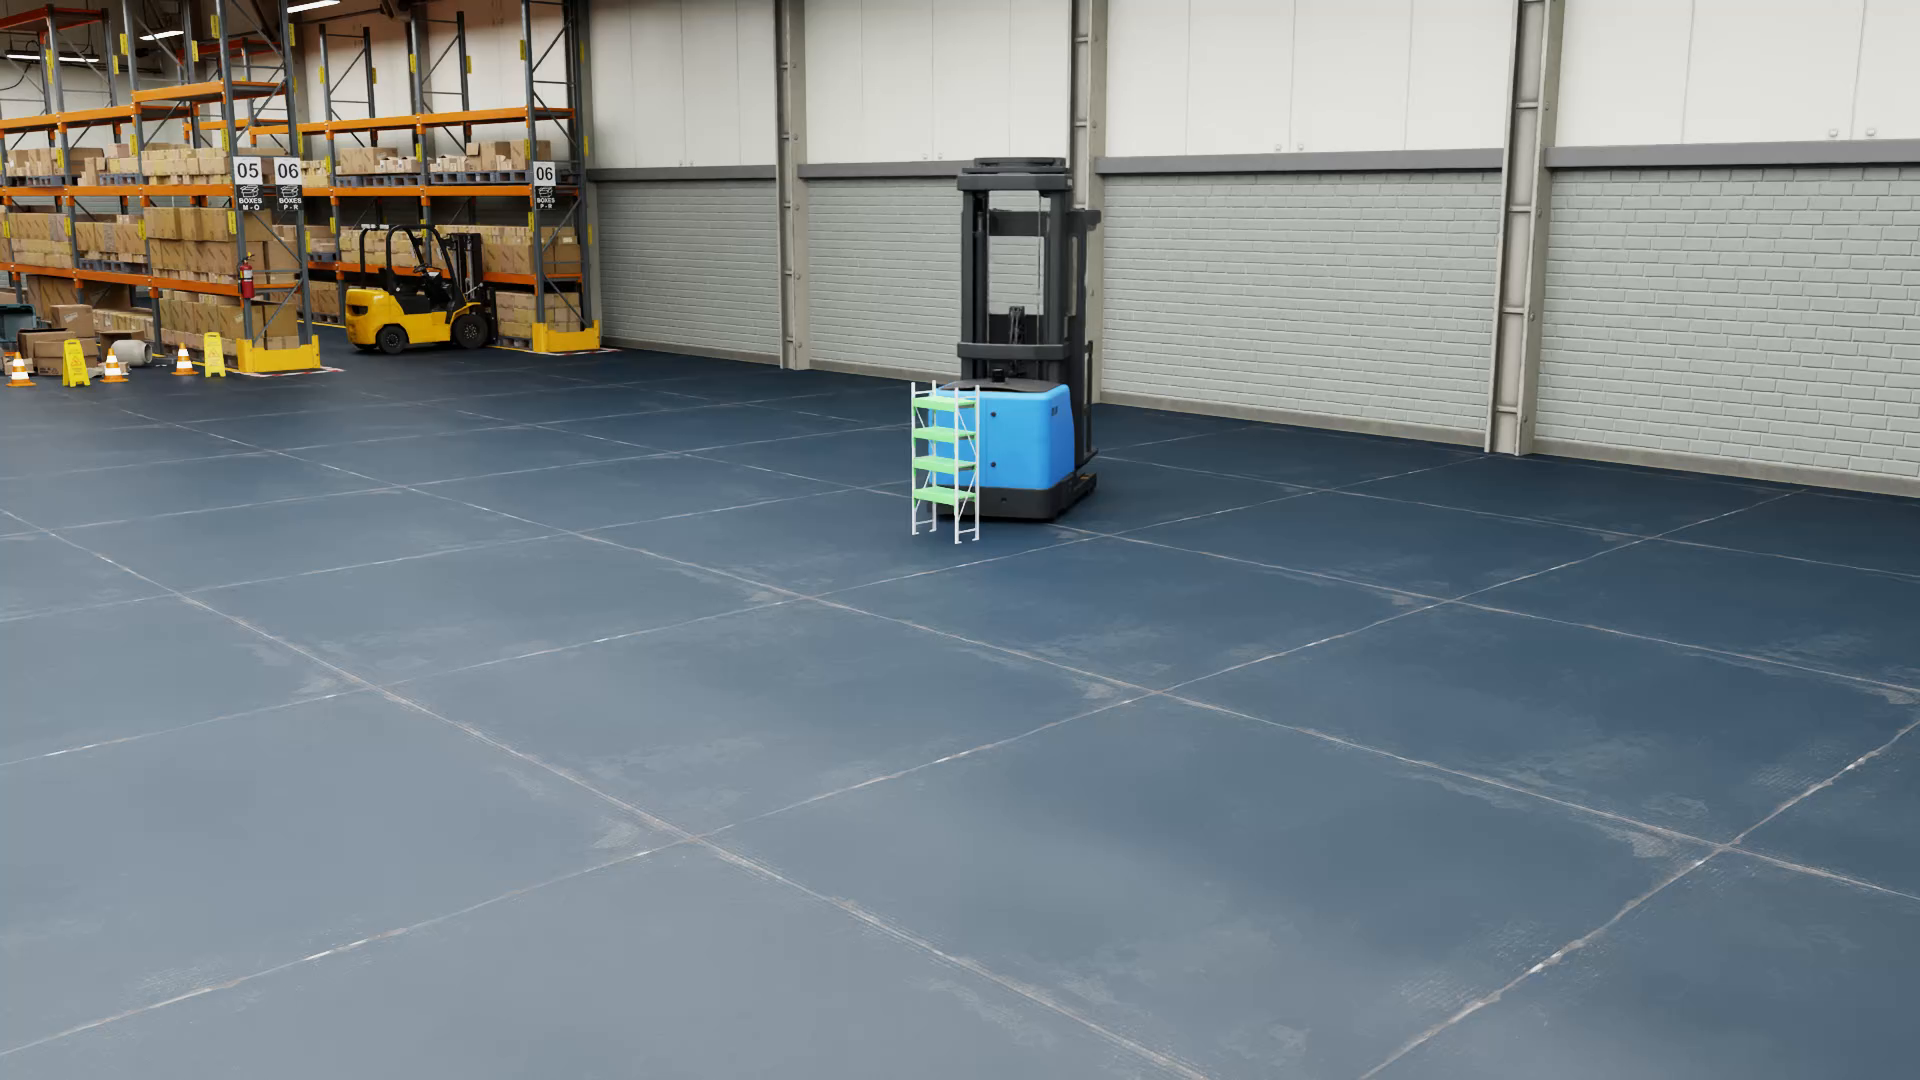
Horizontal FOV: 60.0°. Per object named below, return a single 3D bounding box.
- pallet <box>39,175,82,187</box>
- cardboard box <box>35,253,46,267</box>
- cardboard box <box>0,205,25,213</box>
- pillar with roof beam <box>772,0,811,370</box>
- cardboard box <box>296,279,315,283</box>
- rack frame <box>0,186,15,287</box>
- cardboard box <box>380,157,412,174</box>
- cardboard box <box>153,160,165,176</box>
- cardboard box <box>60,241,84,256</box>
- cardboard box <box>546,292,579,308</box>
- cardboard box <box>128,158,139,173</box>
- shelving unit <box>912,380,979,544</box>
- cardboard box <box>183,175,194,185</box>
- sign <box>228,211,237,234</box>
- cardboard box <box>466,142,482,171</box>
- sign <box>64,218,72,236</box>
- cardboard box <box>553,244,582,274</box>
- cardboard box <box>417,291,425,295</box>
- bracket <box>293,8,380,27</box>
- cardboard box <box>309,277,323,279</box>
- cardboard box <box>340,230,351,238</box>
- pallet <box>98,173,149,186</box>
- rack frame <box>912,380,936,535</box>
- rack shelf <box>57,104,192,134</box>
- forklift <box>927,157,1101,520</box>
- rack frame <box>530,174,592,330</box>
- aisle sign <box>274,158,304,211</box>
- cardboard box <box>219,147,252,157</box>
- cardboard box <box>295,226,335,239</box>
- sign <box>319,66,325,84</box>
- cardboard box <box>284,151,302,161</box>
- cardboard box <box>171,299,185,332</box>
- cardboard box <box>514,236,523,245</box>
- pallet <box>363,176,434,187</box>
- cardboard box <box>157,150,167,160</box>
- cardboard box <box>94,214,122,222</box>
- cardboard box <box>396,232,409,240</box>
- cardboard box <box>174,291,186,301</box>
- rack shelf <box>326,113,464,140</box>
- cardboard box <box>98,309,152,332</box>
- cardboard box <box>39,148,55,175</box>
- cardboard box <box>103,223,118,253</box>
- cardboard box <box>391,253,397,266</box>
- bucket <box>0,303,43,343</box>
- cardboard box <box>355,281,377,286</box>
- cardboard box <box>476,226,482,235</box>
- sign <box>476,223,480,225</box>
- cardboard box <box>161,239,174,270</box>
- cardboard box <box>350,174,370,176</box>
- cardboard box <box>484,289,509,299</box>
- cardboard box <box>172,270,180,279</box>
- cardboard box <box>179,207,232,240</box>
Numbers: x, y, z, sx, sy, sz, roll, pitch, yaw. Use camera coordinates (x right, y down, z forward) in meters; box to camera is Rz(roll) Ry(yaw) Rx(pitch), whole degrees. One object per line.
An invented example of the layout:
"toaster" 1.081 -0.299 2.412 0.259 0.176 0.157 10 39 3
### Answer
"pallet" -16.466 -6.725 31.156 1.213 0.211 1.003 -10 15 -40
"cardboard box" -17.593 -5.445 32.278 0.500 0.250 0.500 -11 16 -43
"cardboard box" -19.188 -6.703 33.679 0.380 0.149 0.250 -11 16 -44
"pillar with roof beam" -5.670 -6.477 22.048 9.100 9.000 0.400 -11 16 -43
"cardboard box" -14.155 -5.566 36.041 0.380 0.149 0.250 -10 15 -41
"rack frame" -21.507 -6.430 36.686 1.000 3.000 0.127 -11 16 -43
"cardboard box" -10.839 -7.234 32.091 0.500 0.311 0.500 11 16 43
"cardboard box" -12.751 -6.043 27.012 0.500 0.250 0.500 -11 16 -43
"cardboard box" -16.501 -5.469 31.155 0.500 0.250 0.500 -11 16 -43
"cardboard box" -7.065 -4.232 29.315 0.500 0.250 0.500 -11 16 -43
"cardboard box" -13.728 -6.345 28.172 0.500 0.250 0.500 -11 16 -44
"shelving unit" -0.114 -0.612 12.908 0.258 1.200 0.503 -11 16 -43
"cardboard box" -11.999 -5.672 26.196 0.380 0.149 0.250 -11 16 -43
"sign" -10.873 -4.742 24.842 0.100 0.325 0.005 -11 16 -43
"cardboard box" -8.364 -6.846 29.729 0.797 0.503 0.637 -10 15 -41
"sign" -16.382 -5.751 30.525 0.100 0.325 0.005 -11 16 -43
"cardboard box" -7.012 -4.947 29.241 0.500 0.500 0.500 -10 15 -41
"cardboard box" -10.001 -4.488 32.105 0.875 0.625 0.625 -10 15 -40
"bracket" -13.166 -10.978 34.976 0.076 0.066 4.783 -11 16 -43
"cardboard box" -14.335 -5.752 36.942 0.380 0.149 0.250 -11 16 -42
"cardboard box" -12.388 -6.234 33.879 0.380 0.149 0.250 -10 15 -41
"pallet" -14.288 -6.311 29.144 1.213 0.211 1.003 -11 16 -43
"rack frame" -0.283 -0.647 13.080 0.240 1.200 0.015 -11 16 -43
"rack shelf" -14.601 -7.360 29.110 1.077 0.370 4.000 -11 16 -43
"forklift" 0.612 -1.853 14.640 1.130 2.935 3.031 3 12 15
"rack frame" -6.870 -4.787 28.712 1.000 3.000 0.127 -11 16 -43
"aisle sign" -10.191 -5.402 25.256 0.394 0.787 0.004 -11 16 -43
"cardboard box" -10.905 -5.839 25.034 0.380 0.149 0.250 -11 16 -42
"cardboard box" -13.656 -6.423 35.358 0.637 0.503 0.797 11 16 44
"sign" -12.781 -9.312 33.298 0.100 0.325 0.005 -11 16 -43
"cardboard box" -14.690 -8.418 36.476 0.396 0.266 0.258 -11 16 -43
"cardboard box" -12.630 -3.704 27.373 0.500 0.500 0.500 -10 15 -40
"cardboard box" -7.510 -5.198 28.854 0.380 0.149 0.250 -11 16 -42
"pallet" -11.087 -7.082 32.885 1.003 0.211 1.213 -10 15 -40
"cardboard box" -12.700 -6.208 26.822 0.380 0.149 0.250 -11 16 -43
"cardboard box" -16.146 -5.907 31.423 0.500 0.500 0.500 11 16 43
"cardboard box" -10.629 -5.854 32.038 0.250 0.149 0.380 11 16 43
"cardboard box" -12.609 -3.997 27.187 0.380 0.149 0.250 -10 15 -40
"rack shelf" -11.014 -8.053 32.470 1.077 0.370 4.000 -11 16 -43
"cardboard box" -15.084 -3.990 30.318 0.950 0.372 0.625 -11 16 -44
"cardboard box" -16.804 -7.104 31.237 0.500 0.500 0.700 11 16 42
"cardboard box" -14.763 -5.339 29.366 0.500 0.500 0.500 11 16 43
"cardboard box" -10.842 -5.484 32.466 0.500 0.250 0.500 -11 16 -42
"bucket" -14.969 -3.416 26.406 0.726 0.611 0.620 -5 3 -23
"cardboard box" -12.530 -5.373 35.104 0.380 0.149 0.250 -10 15 -40
"cardboard box" -8.495 -5.584 29.990 0.380 0.149 0.250 -11 16 -42
"sign" -9.232 -5.911 31.827 0.100 0.325 0.005 -11 16 -43
"cardboard box" -12.754 -4.700 27.306 0.500 0.500 0.500 -11 16 -43
"cardboard box" -12.475 -7.632 34.472 0.380 0.149 0.250 -11 16 -42
"cardboard box" -8.471 -4.380 30.034 0.500 0.250 0.500 -11 16 -44
"cardboard box" -12.672 -4.360 27.261 0.380 0.149 0.250 -10 15 -41
"cardboard box" -11.983 -5.050 26.528 0.700 0.500 0.500 -11 16 -43
